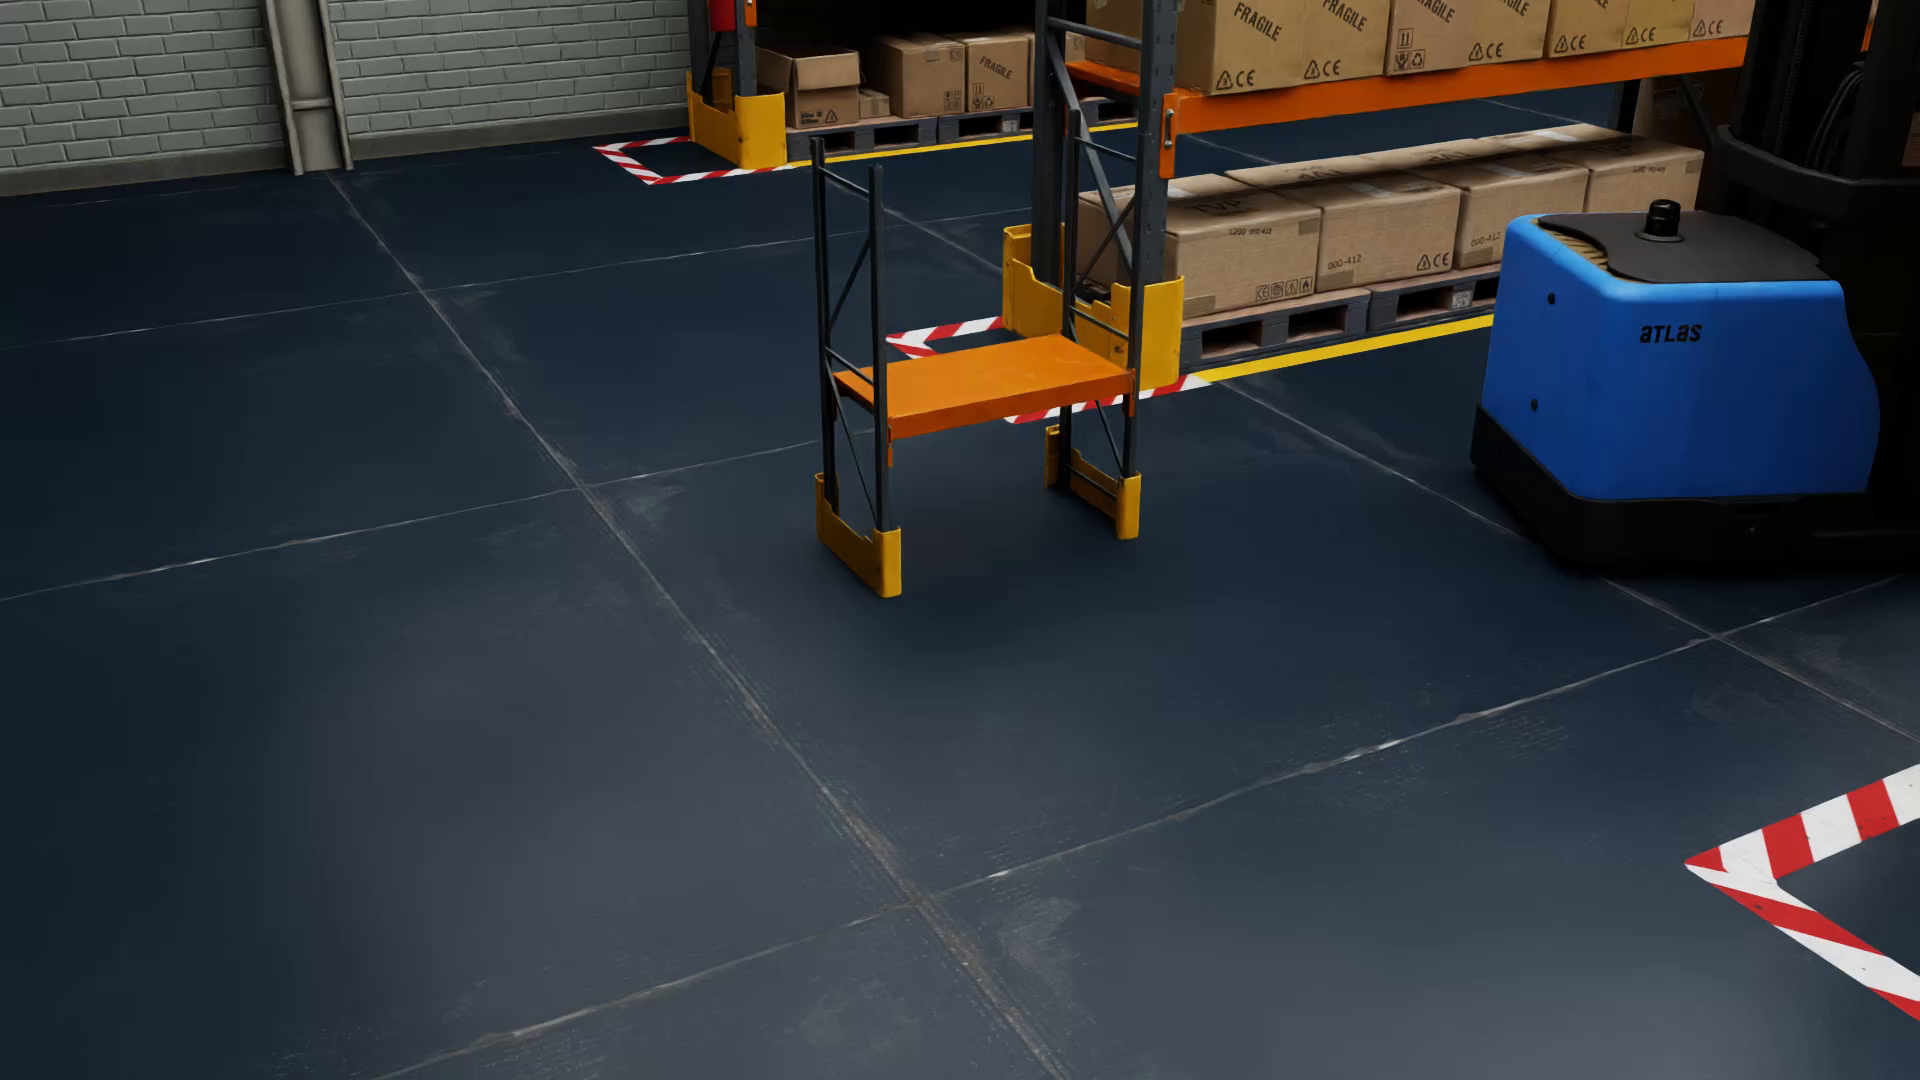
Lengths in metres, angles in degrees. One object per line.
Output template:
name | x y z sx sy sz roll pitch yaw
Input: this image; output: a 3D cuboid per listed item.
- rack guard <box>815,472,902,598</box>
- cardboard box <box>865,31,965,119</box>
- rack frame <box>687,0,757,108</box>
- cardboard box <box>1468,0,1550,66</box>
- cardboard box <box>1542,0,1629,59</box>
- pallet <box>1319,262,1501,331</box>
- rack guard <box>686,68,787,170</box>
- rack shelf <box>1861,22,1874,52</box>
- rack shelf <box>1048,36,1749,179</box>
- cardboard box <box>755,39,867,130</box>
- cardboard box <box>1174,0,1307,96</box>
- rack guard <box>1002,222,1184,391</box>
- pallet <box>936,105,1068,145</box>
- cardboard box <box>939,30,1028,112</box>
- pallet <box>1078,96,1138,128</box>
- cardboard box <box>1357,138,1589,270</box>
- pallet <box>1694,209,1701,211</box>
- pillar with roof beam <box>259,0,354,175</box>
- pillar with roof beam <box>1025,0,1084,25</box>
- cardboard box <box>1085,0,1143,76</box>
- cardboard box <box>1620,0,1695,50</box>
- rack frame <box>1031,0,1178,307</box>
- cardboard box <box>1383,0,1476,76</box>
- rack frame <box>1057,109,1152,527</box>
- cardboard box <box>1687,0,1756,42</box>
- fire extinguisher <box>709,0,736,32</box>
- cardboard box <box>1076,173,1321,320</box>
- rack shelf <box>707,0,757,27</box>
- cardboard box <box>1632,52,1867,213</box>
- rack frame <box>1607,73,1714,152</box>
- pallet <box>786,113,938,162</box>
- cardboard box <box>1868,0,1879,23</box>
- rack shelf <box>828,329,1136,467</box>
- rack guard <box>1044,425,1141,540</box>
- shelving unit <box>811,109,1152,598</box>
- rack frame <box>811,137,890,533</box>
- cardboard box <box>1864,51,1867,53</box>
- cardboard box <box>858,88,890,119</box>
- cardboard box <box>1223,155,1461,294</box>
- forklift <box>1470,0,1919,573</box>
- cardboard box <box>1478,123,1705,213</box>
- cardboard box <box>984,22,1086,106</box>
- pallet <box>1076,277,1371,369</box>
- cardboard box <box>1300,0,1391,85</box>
rack guard | -0.372 -0.027 6.017 0.087 0.250 0.587 -13 29 -25
cardboard box | -0.339 -3.488 12.453 0.500 0.500 0.700 -12 28 -23
rack frame | -1.696 -4.178 11.487 0.127 3.000 1.000 -13 29 -25
cardboard box | 2.526 -2.635 8.158 0.500 0.500 0.500 -12 28 -23
cardboard box | 2.995 -2.736 8.368 0.500 0.500 0.500 -13 29 -26
pallet | 2.387 -1.466 9.059 1.213 0.211 1.003 -13 29 -25
rack guard | -1.629 -3.067 12.060 0.348 0.500 1.175 -13 29 -25
rack shelf | 5.937 -3.181 10.241 4.000 0.370 1.077 -13 29 -25
rack shelf | 2.408 -2.366 8.544 4.000 0.370 1.077 -13 29 -25
cardboard box | -1.112 -3.331 12.120 0.637 0.503 0.797 -14 29 -27
cardboard box | 1.202 -2.317 7.494 0.500 0.500 0.500 -13 29 -25
rack guard | 0.622 -1.152 8.071 0.348 0.500 1.175 -13 29 -25
pallet | 0.149 -3.346 12.976 1.213 0.211 1.003 -13 29 -25
cardboard box | 0.174 -3.558 12.598 0.500 0.500 0.500 -12 28 -24
pallet | 1.227 -3.596 13.497 1.213 0.211 1.003 -13 29 -25
cardboard box | 2.778 -1.863 9.139 0.875 0.438 0.875 -14 29 -27
pallet | 4.818 -2.027 10.228 1.213 0.211 1.003 -13 29 -25
pillar with roof beam | -2.474 -5.034 6.337 0.400 9.000 9.100 -13 29 -25
pillar with roof beam | 2.821 -6.256 8.882 0.400 9.000 9.100 -13 29 -25
cardboard box | 0.944 -2.528 7.934 0.500 0.500 0.500 -13 28 -25
cardboard box | 3.432 -2.844 8.593 0.500 0.500 0.500 -14 29 -26
rack frame | 0.643 -2.283 7.540 0.127 3.000 1.000 -13 29 -25
cardboard box | 2.092 -2.527 7.932 0.500 0.500 0.500 -13 29 -25
rack frame | 0.524 -0.797 6.177 0.032 1.500 0.500 -13 29 -25
cardboard box | 3.883 -2.951 8.815 0.500 0.500 0.500 -13 28 -25
fire extinguisher | -1.608 -3.769 11.154 0.183 0.674 0.296 -13 29 -25
cardboard box | 1.178 -1.490 8.363 0.875 0.438 0.875 -14 29 -27
rack shelf | 0.069 -4.261 12.491 4.000 0.370 1.077 -13 29 -25
cardboard box | 4.682 -2.486 9.933 0.875 0.875 0.875 -12 28 -24
rack frame | 4.172 -3.098 9.237 0.127 3.000 1.000 -13 29 -25
pallet | -0.926 -3.099 12.462 1.213 0.211 1.003 -13 29 -25
cardboard box | 5.141 -3.125 9.467 0.500 0.250 0.500 -14 29 -26
rack shelf | 0.075 -0.531 6.039 1.000 0.185 0.538 -13 29 -25
rack guard | 0.507 -0.230 6.439 0.087 0.250 0.587 -13 29 -25
shelving unit | 0.067 -0.692 5.958 1.083 1.500 0.587 -13 29 -25
rack frame | -0.373 -0.590 5.746 0.032 1.500 0.500 -13 29 -25
cardboard box | 5.475 -2.673 10.322 0.875 0.875 0.875 -12 28 -24
cardboard box | -0.719 -3.242 12.346 0.250 0.149 0.380 -14 29 -27
cardboard box | 1.982 -1.680 8.758 0.875 0.438 0.875 -12 28 -24
forklift | 3.618 -1.449 5.882 3.031 2.935 1.130 -2 26 -4
cardboard box | 3.568 -2.045 9.520 0.875 0.438 0.875 -13 29 -26
cardboard box | 0.577 -3.700 12.893 0.500 0.500 0.700 -14 29 -27
pallet | 1.312 -1.219 8.545 1.213 0.211 1.003 -13 29 -25
cardboard box | 1.635 -2.430 7.731 0.500 0.500 0.500 -13 29 -26
